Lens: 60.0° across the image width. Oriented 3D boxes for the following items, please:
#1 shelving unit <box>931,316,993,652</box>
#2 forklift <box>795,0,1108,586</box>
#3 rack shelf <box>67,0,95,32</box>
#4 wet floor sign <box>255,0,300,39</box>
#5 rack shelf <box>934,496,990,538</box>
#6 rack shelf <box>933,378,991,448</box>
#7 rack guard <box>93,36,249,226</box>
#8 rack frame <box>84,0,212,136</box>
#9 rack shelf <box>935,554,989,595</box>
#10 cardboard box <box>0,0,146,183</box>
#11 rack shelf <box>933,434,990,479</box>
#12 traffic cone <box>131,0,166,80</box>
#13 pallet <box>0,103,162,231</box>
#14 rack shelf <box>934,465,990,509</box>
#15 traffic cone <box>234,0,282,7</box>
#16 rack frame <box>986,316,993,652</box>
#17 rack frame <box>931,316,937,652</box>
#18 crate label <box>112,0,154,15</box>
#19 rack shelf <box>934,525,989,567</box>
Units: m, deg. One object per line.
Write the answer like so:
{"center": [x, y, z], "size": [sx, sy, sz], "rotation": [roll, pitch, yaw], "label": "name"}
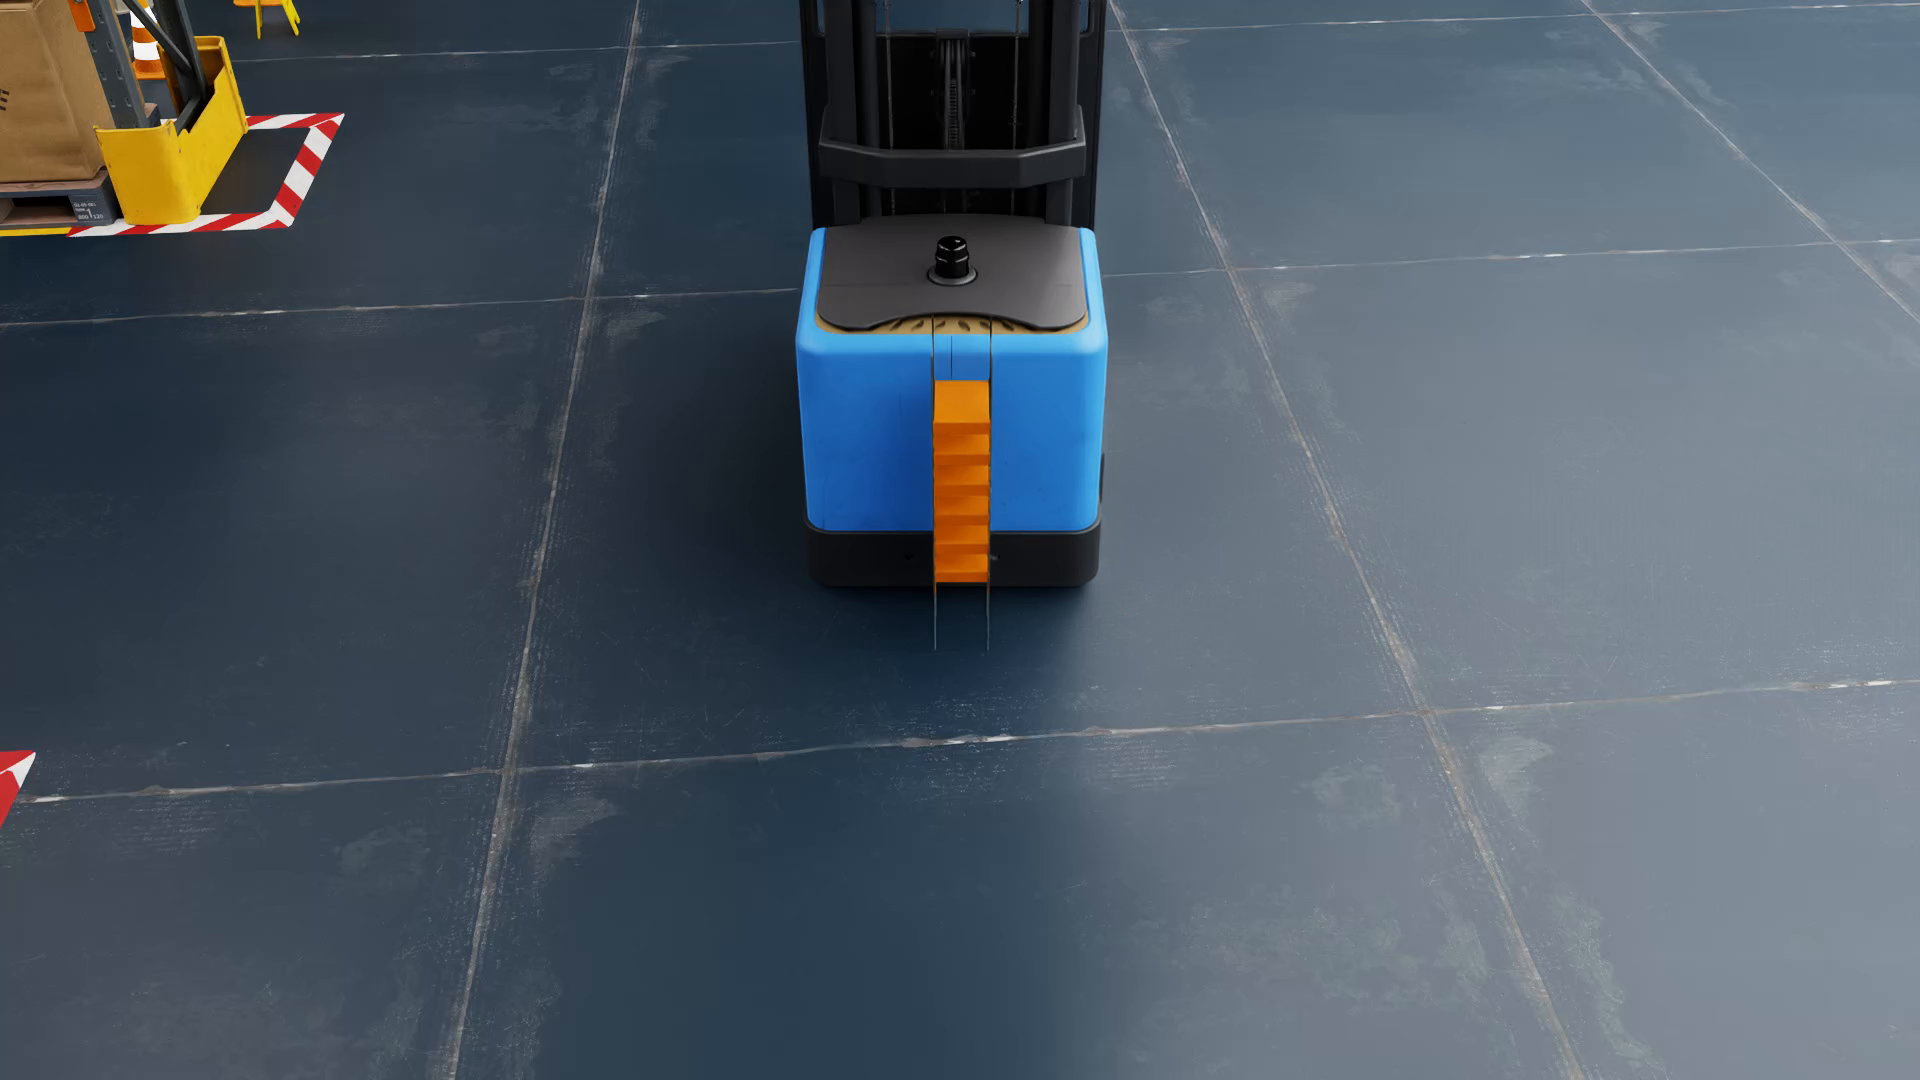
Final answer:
{"center": [0.006, -0.157, 5.480], "size": [0.189, 1.200, 0.258], "rotation": [0, 38, 0], "label": "shelving unit"}
{"center": [-0.025, -1.866, 6.249], "size": [1.130, 2.935, 3.031], "rotation": [0, 38, 0], "label": "forklift"}
{"center": [-6.035, -2.704, 7.836], "size": [4.000, 0.370, 1.077], "rotation": [-3, 38, -4], "label": "rack shelf"}
{"center": [-4.189, -3.395, 10.032], "size": [0.232, 0.644, 0.267], "rotation": [-9, 39, -12], "label": "wet floor sign"}
{"center": [0.006, -0.122, 5.507], "size": [0.180, 0.103, 0.258], "rotation": [0, 38, 0], "label": "rack shelf"}
{"center": [0.006, -0.404, 5.284], "size": [0.180, 0.103, 0.258], "rotation": [0, 38, 0], "label": "rack shelf"}
{"center": [-4.019, -2.116, 8.528], "size": [0.348, 0.500, 1.175], "rotation": [-3, 38, -4], "label": "rack guard"}
{"center": [-4.043, -3.096, 7.752], "size": [0.127, 3.000, 1.000], "rotation": [-3, 38, -4], "label": "rack frame"}
{"center": [0.006, 0.066, 5.656], "size": [0.180, 0.103, 0.258], "rotation": [0, 38, 0], "label": "rack shelf"}
{"center": [-4.713, -2.349, 8.181], "size": [0.875, 0.875, 0.875], "rotation": [-3, 38, -4], "label": "cardboard box"}
{"center": [0.006, -0.310, 5.359], "size": [0.180, 0.103, 0.258], "rotation": [0, 38, 0], "label": "rack shelf"}
{"center": [-4.698, -2.947, 9.611], "size": [0.334, 0.463, 0.336], "rotation": [-3, 38, -4], "label": "traffic cone"}
{"center": [-4.832, -1.909, 8.499], "size": [1.213, 0.211, 1.003], "rotation": [-3, 38, -4], "label": "pallet"}
{"center": [0.006, -0.216, 5.433], "size": [0.180, 0.103, 0.258], "rotation": [0, 38, 0], "label": "rack shelf"}
{"center": [-4.459, -3.663, 10.519], "size": [0.334, 0.463, 0.336], "rotation": [-3, 38, -4], "label": "traffic cone"}
{"center": [0.097, -0.157, 5.480], "size": [0.006, 1.200, 0.240], "rotation": [0, 38, 0], "label": "rack frame"}
{"center": [-0.086, -0.157, 5.480], "size": [0.006, 1.200, 0.240], "rotation": [0, 38, 0], "label": "rack frame"}
{"center": [-5.237, -3.453, 10.516], "size": [0.298, 0.136, 0.250], "rotation": [-24, 44, -27], "label": "crate label"}
{"center": [0.006, -0.028, 5.582], "size": [0.180, 0.103, 0.258], "rotation": [0, 38, 0], "label": "rack shelf"}
